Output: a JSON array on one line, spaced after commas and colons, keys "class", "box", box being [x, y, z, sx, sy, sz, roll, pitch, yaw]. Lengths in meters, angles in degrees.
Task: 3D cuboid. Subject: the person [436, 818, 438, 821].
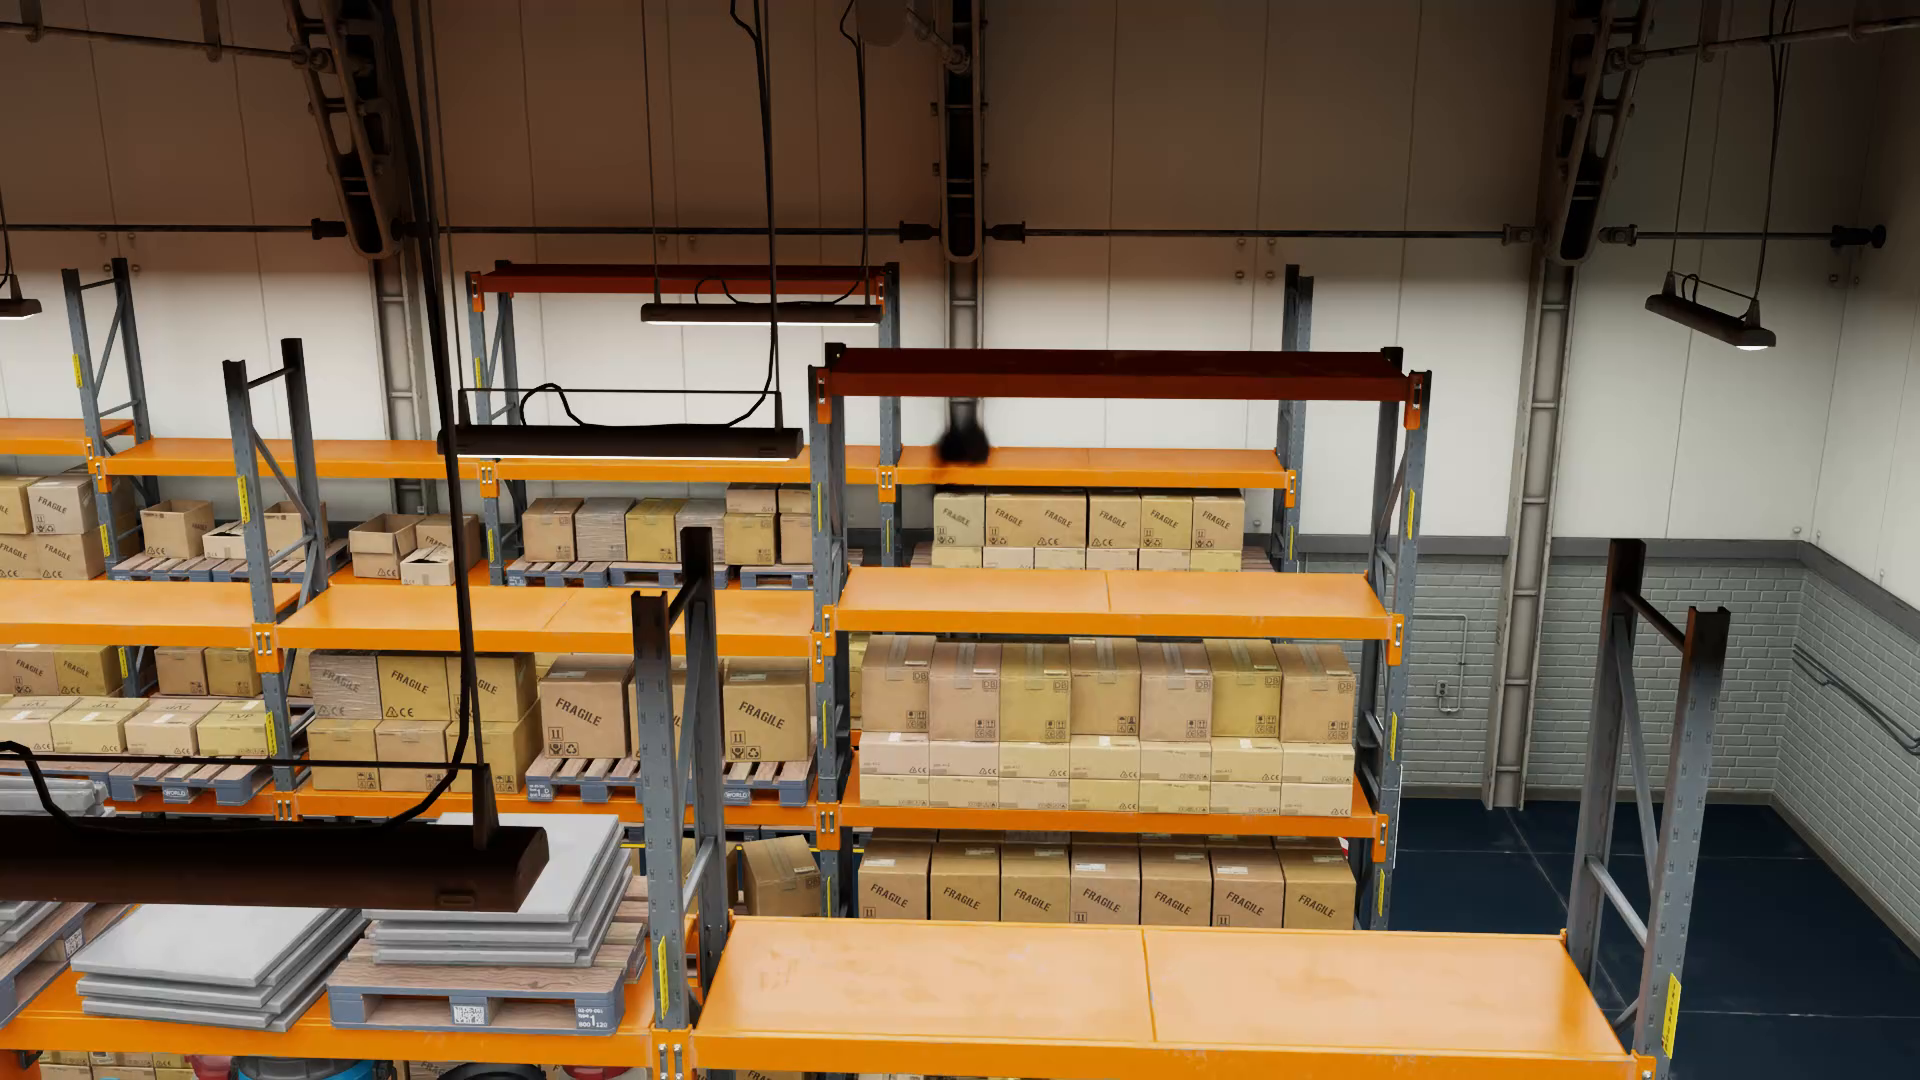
[{"class": "person", "box": [-4.606, 3.016, 15.224, 0.742, 1.711, 0.701, -11, 20, -34]}]
